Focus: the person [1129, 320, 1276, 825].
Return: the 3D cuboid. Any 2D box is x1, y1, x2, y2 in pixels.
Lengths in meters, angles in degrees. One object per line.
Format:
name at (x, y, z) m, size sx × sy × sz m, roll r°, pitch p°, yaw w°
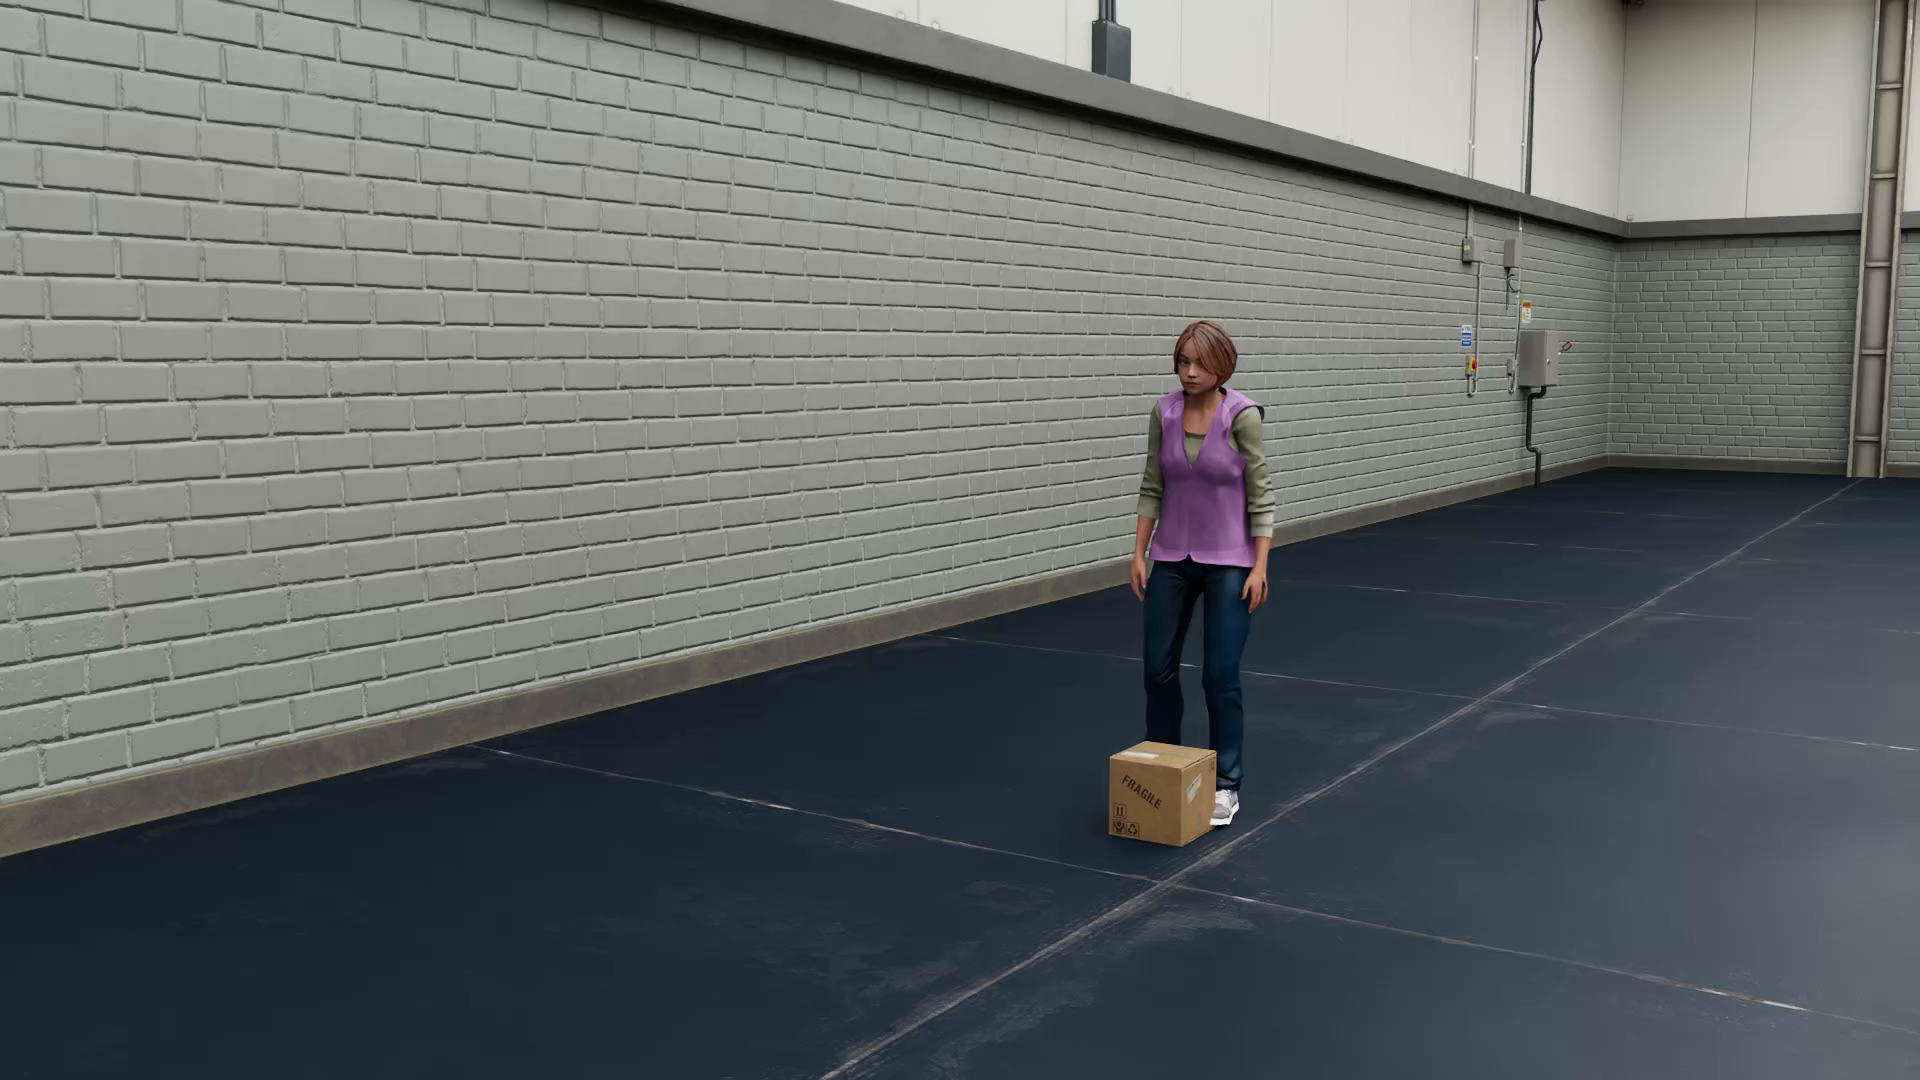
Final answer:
person at (0.765, 0.100, 5.327) m, size 0.483 × 1.591 × 0.347 m, roll 4°, pitch 8°, yaw 30°
